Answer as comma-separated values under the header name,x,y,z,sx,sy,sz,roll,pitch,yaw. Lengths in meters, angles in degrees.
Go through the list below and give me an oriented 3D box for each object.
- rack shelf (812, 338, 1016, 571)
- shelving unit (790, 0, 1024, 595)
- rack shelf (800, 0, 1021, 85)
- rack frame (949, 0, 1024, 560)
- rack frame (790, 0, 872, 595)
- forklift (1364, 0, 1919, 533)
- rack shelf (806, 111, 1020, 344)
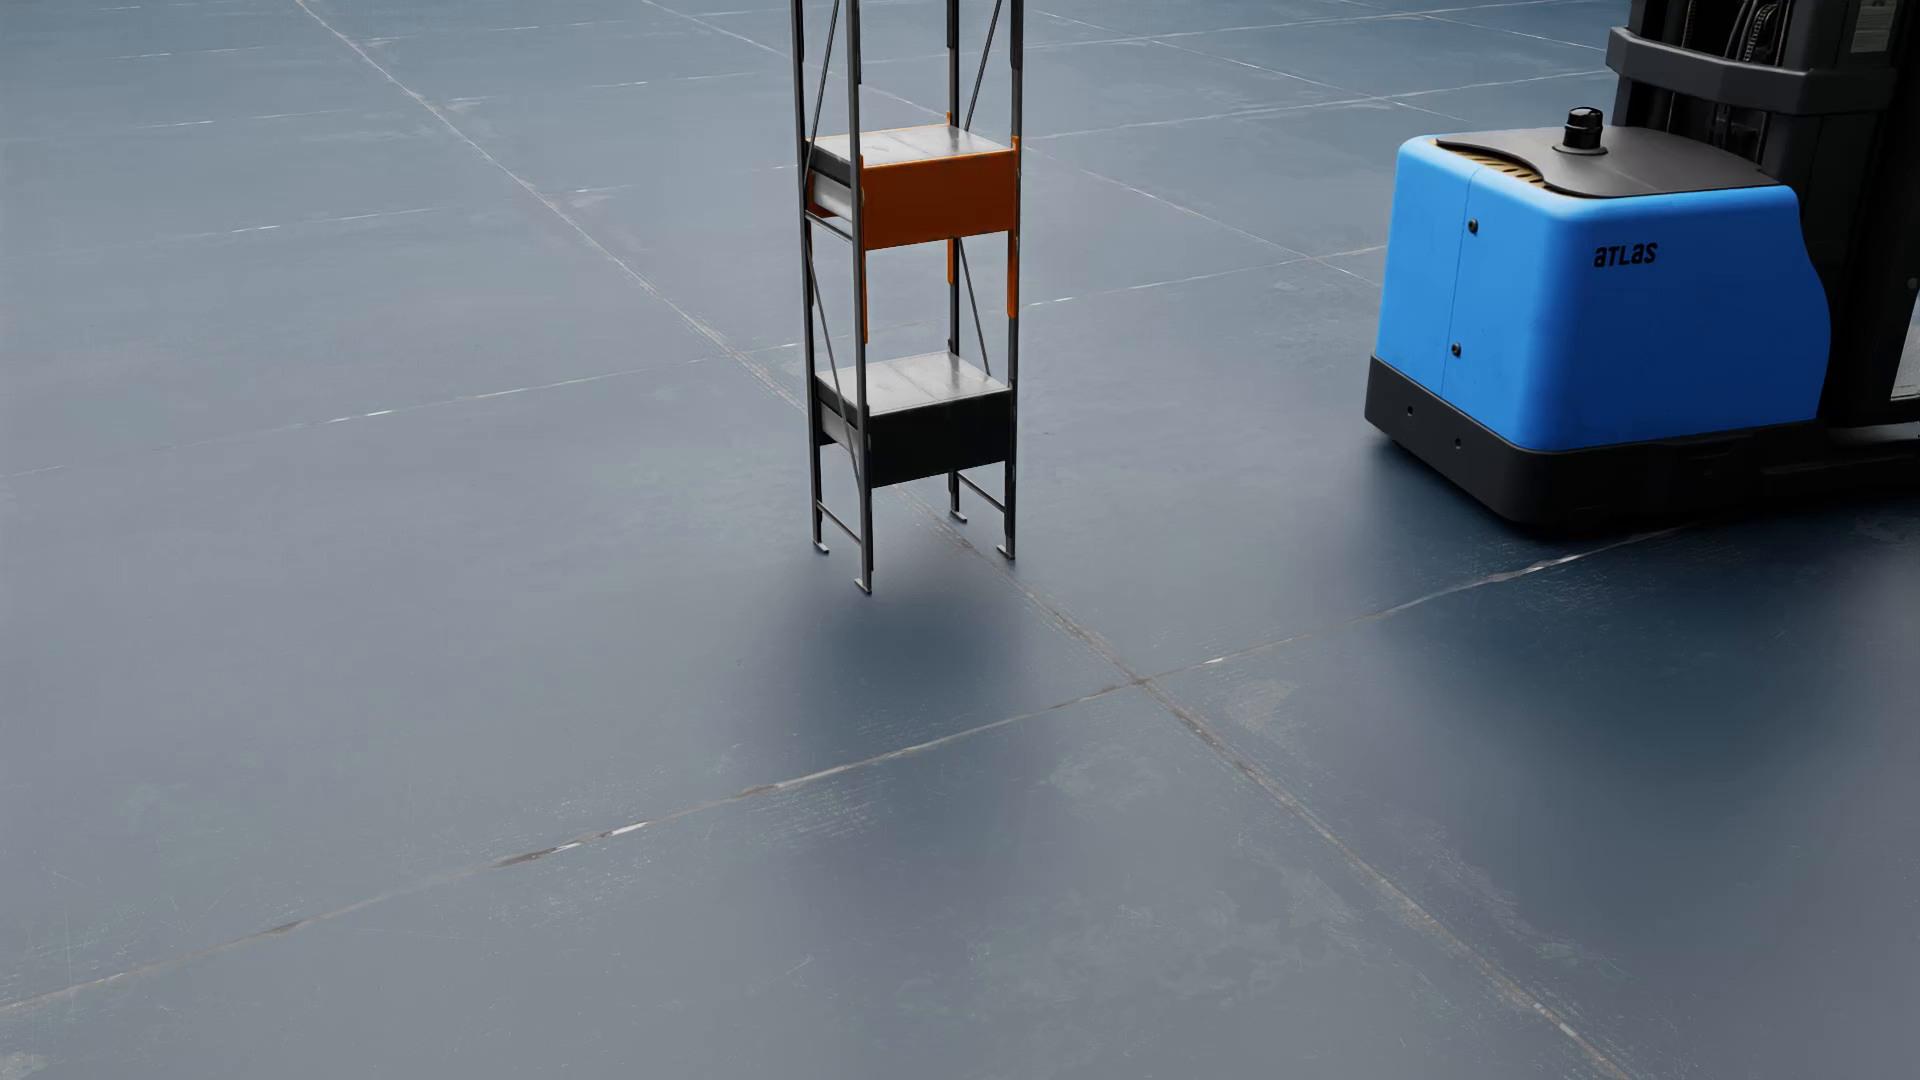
name,x,y,z,sx,sy,sz,roll,pitch,yaw
rack shelf,-0.146,-0.270,5.034,0.480,0.518,0.431,-13,29,-25
shelving unit,-0.146,-0.913,4.725,0.503,2.100,0.431,-13,29,-25
rack shelf,-0.146,-1.532,4.428,0.480,0.518,0.431,-13,29,-25
rack frame,0.069,-0.963,4.829,0.015,2.100,0.400,-13,29,-25
rack frame,-0.361,-0.863,4.622,0.015,2.100,0.400,-13,29,-25
forklift,3.035,-1.695,5.393,3.031,2.935,1.130,-7,27,-15
rack shelf,-0.146,-0.901,4.731,0.480,0.518,0.431,-13,29,-25
